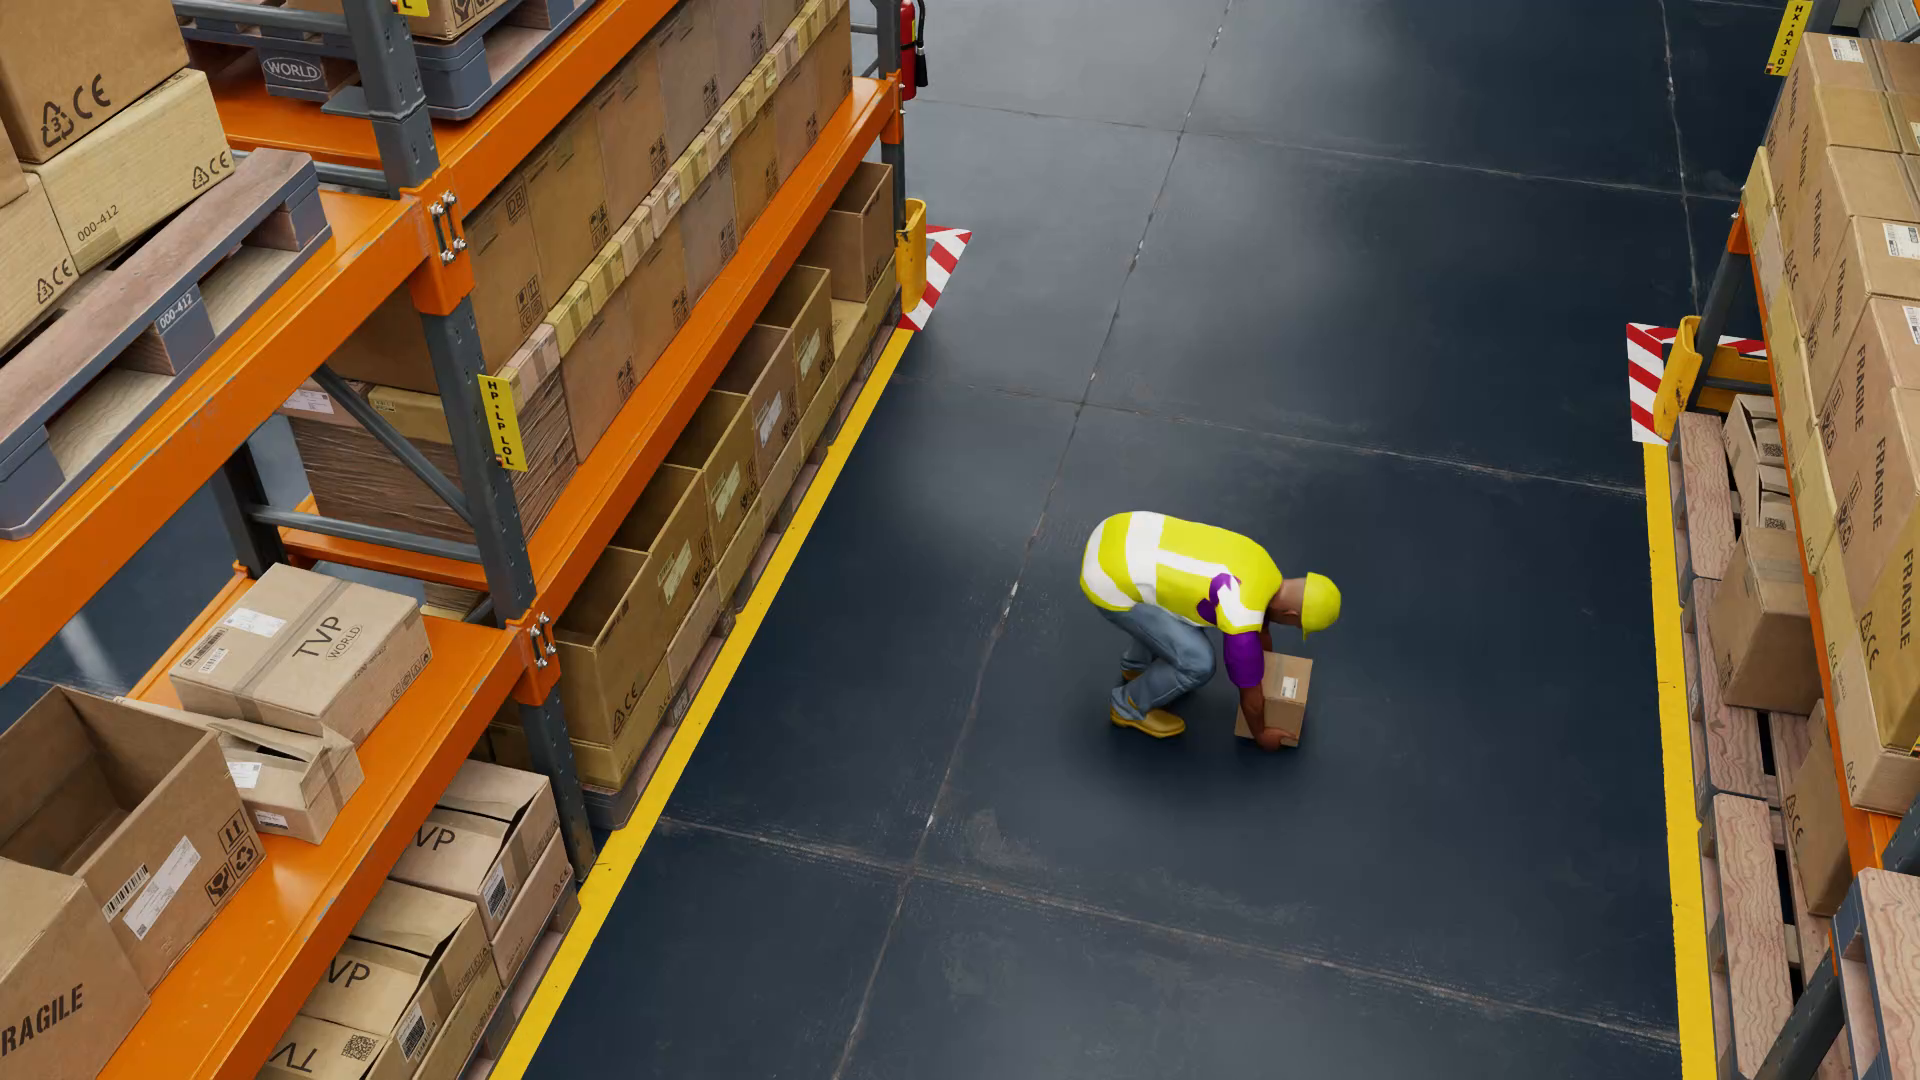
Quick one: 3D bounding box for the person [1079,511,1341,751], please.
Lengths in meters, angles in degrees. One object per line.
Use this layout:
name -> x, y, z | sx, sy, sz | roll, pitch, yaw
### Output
person -> 0.944, 0.329, 6.414 | 0.976, 0.915, 0.509 | 8, 41, 9
